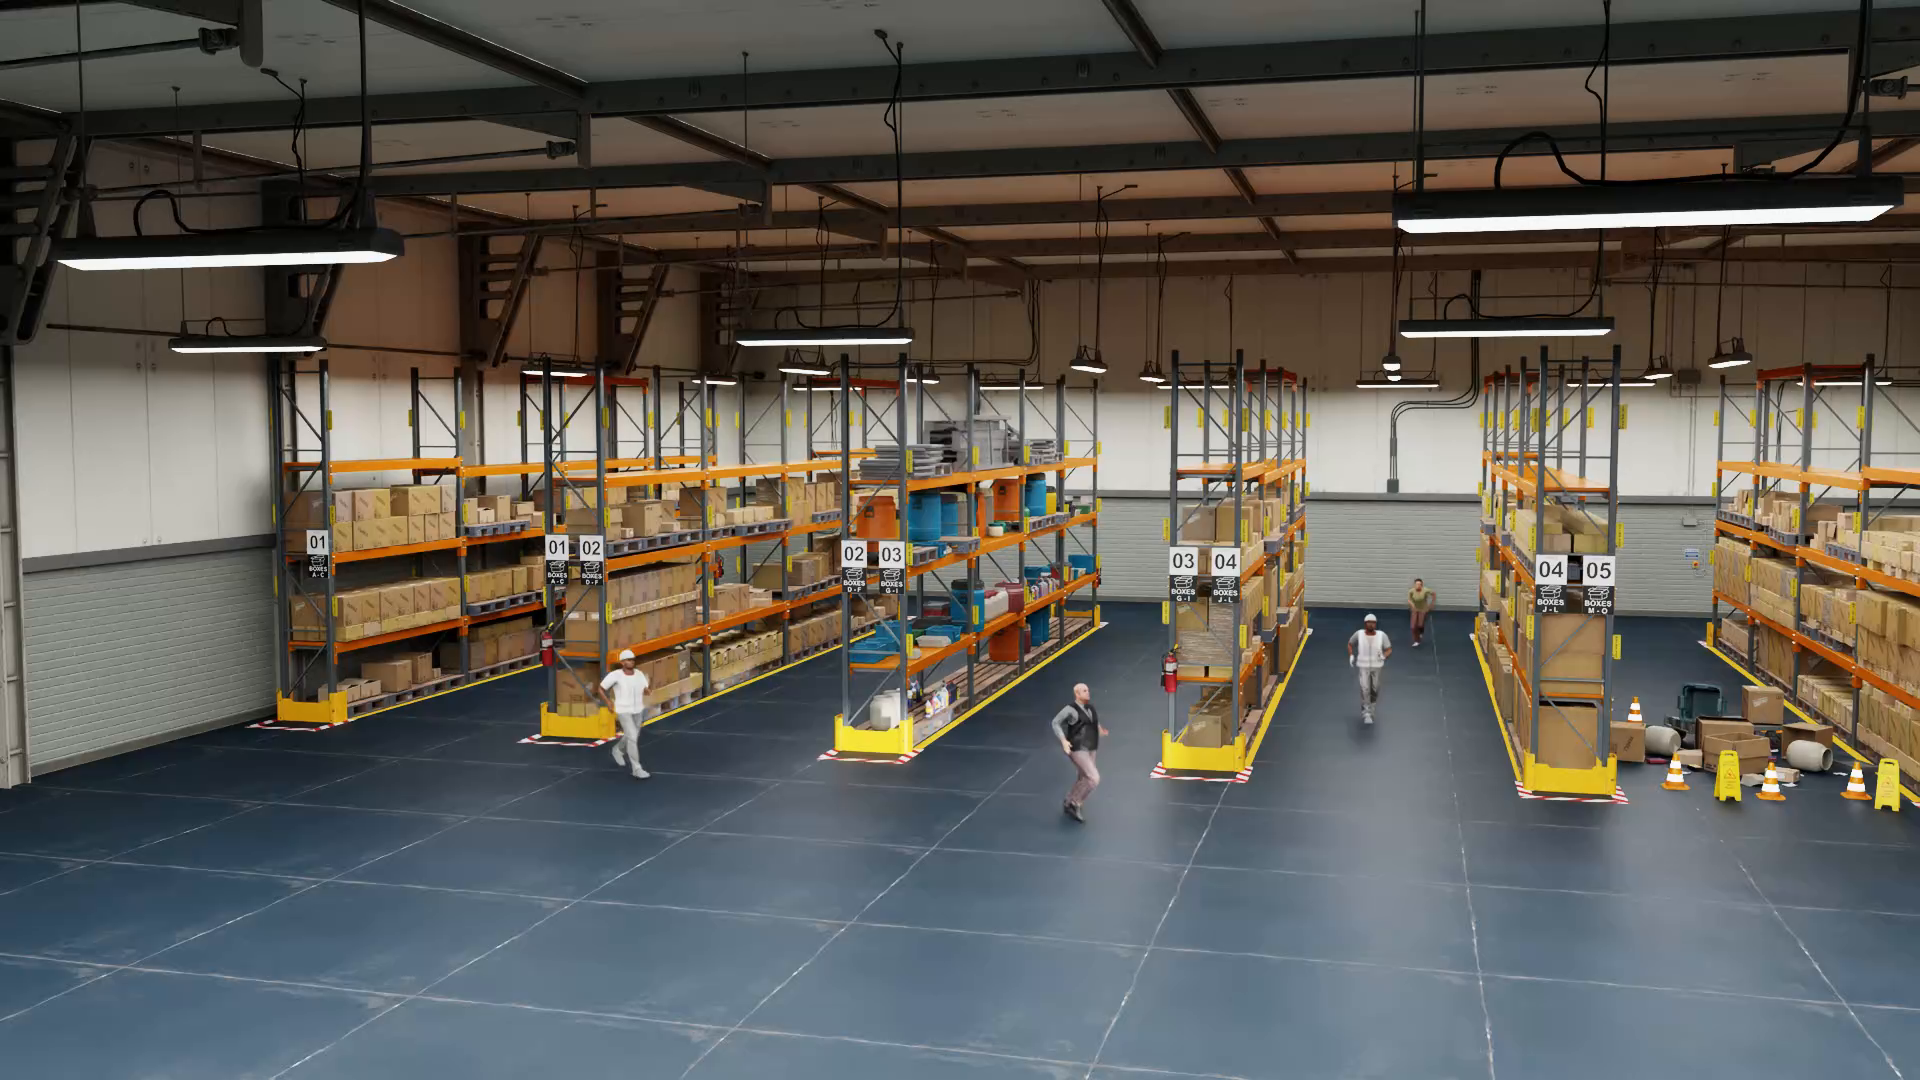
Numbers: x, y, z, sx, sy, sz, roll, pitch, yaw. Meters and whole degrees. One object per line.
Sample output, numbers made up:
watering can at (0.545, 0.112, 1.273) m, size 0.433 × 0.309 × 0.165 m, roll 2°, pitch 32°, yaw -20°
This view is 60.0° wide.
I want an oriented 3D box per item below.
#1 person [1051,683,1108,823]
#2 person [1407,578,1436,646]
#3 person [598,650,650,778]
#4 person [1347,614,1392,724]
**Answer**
person at (1.543, 2.654, 20.768) m, size 0.695 × 1.722 × 0.634 m, roll 3°, pitch 5°, yaw 38°
person at (10.185, 1.600, 36.751) m, size 0.591 × 1.550 × 0.762 m, roll 2°, pitch 5°, yaw 26°
person at (-4.659, 2.416, 23.399) m, size 0.990 × 1.744 × 0.705 m, roll 4°, pitch 5°, yaw 41°
person at (6.805, 2.111, 27.634) m, size 0.705 × 1.770 × 0.972 m, roll 1°, pitch 4°, yaw 9°
